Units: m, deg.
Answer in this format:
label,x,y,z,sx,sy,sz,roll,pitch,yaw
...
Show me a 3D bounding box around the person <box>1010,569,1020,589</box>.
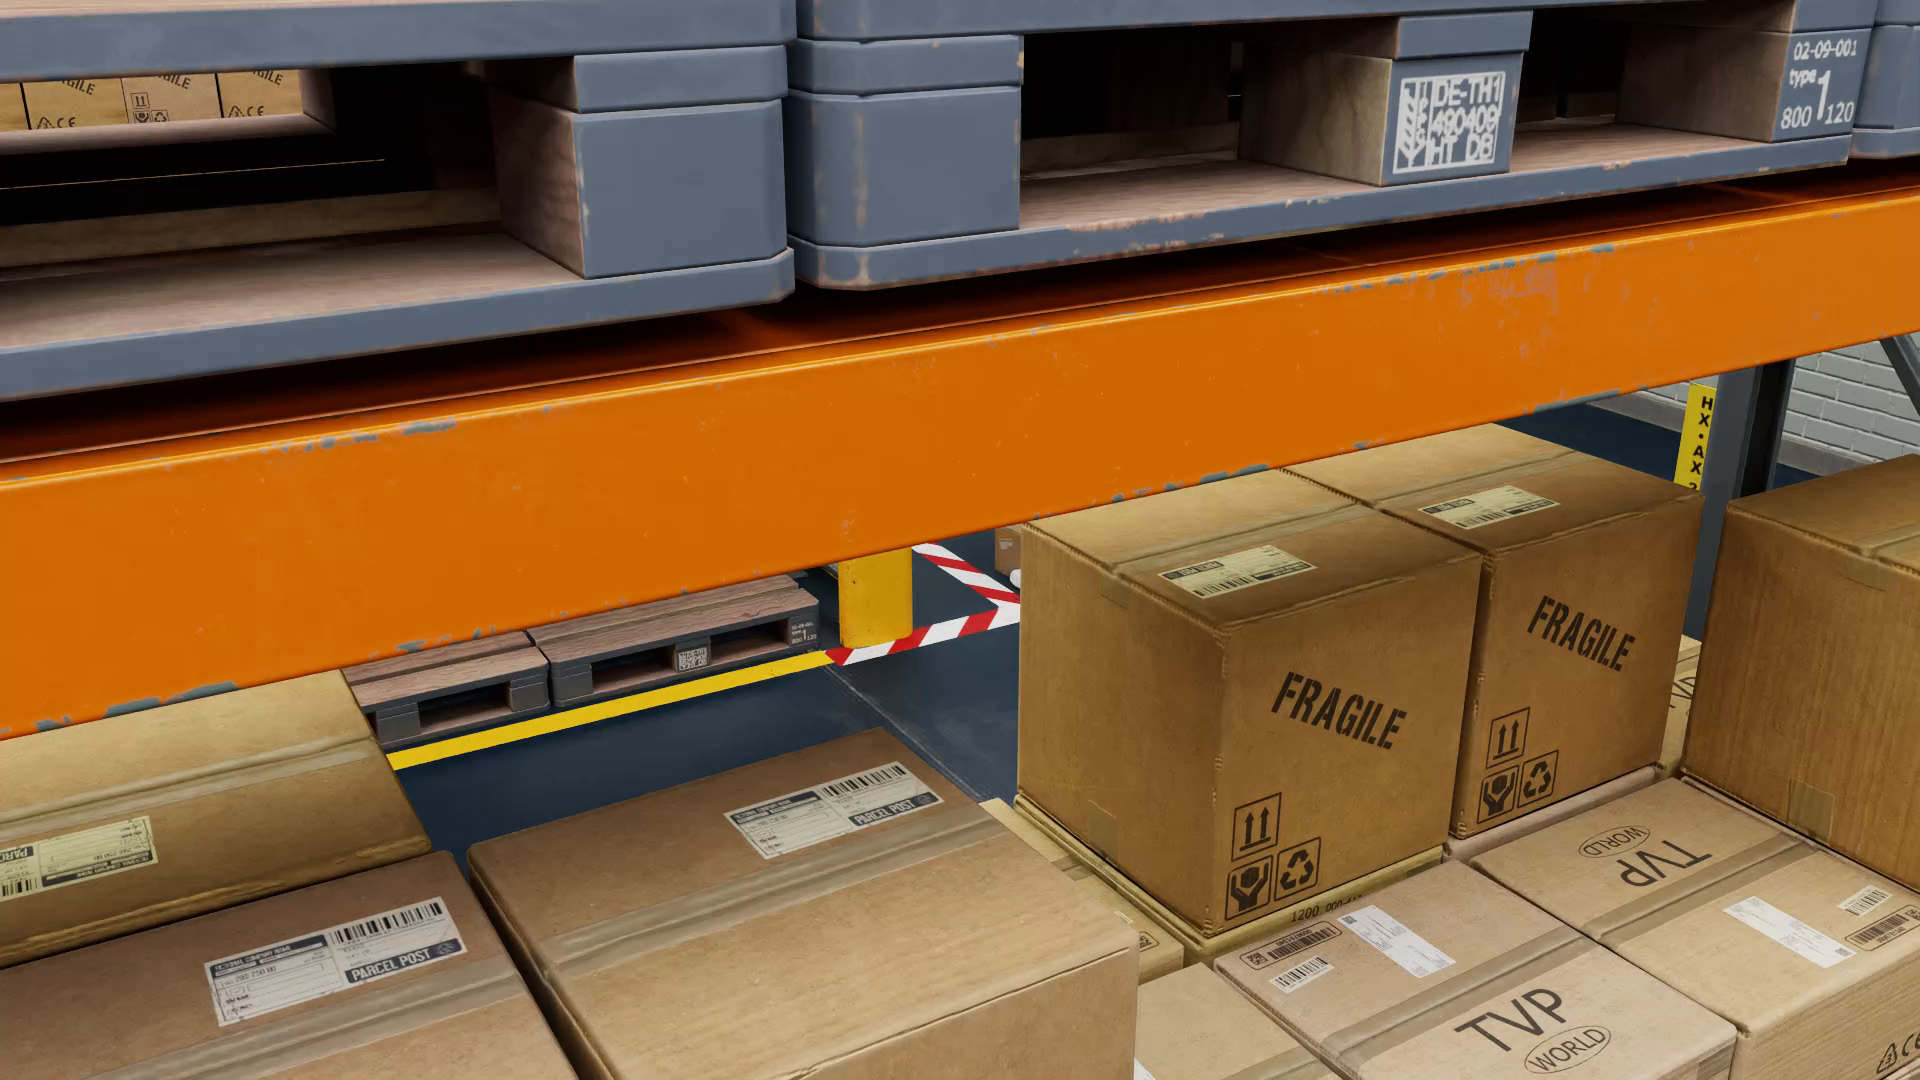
label,x,y,z,sx,sy,sz,roll,pitch,yaw
person,0.485,-0.596,7.624,0.654,1.775,0.420,-17,27,-36
